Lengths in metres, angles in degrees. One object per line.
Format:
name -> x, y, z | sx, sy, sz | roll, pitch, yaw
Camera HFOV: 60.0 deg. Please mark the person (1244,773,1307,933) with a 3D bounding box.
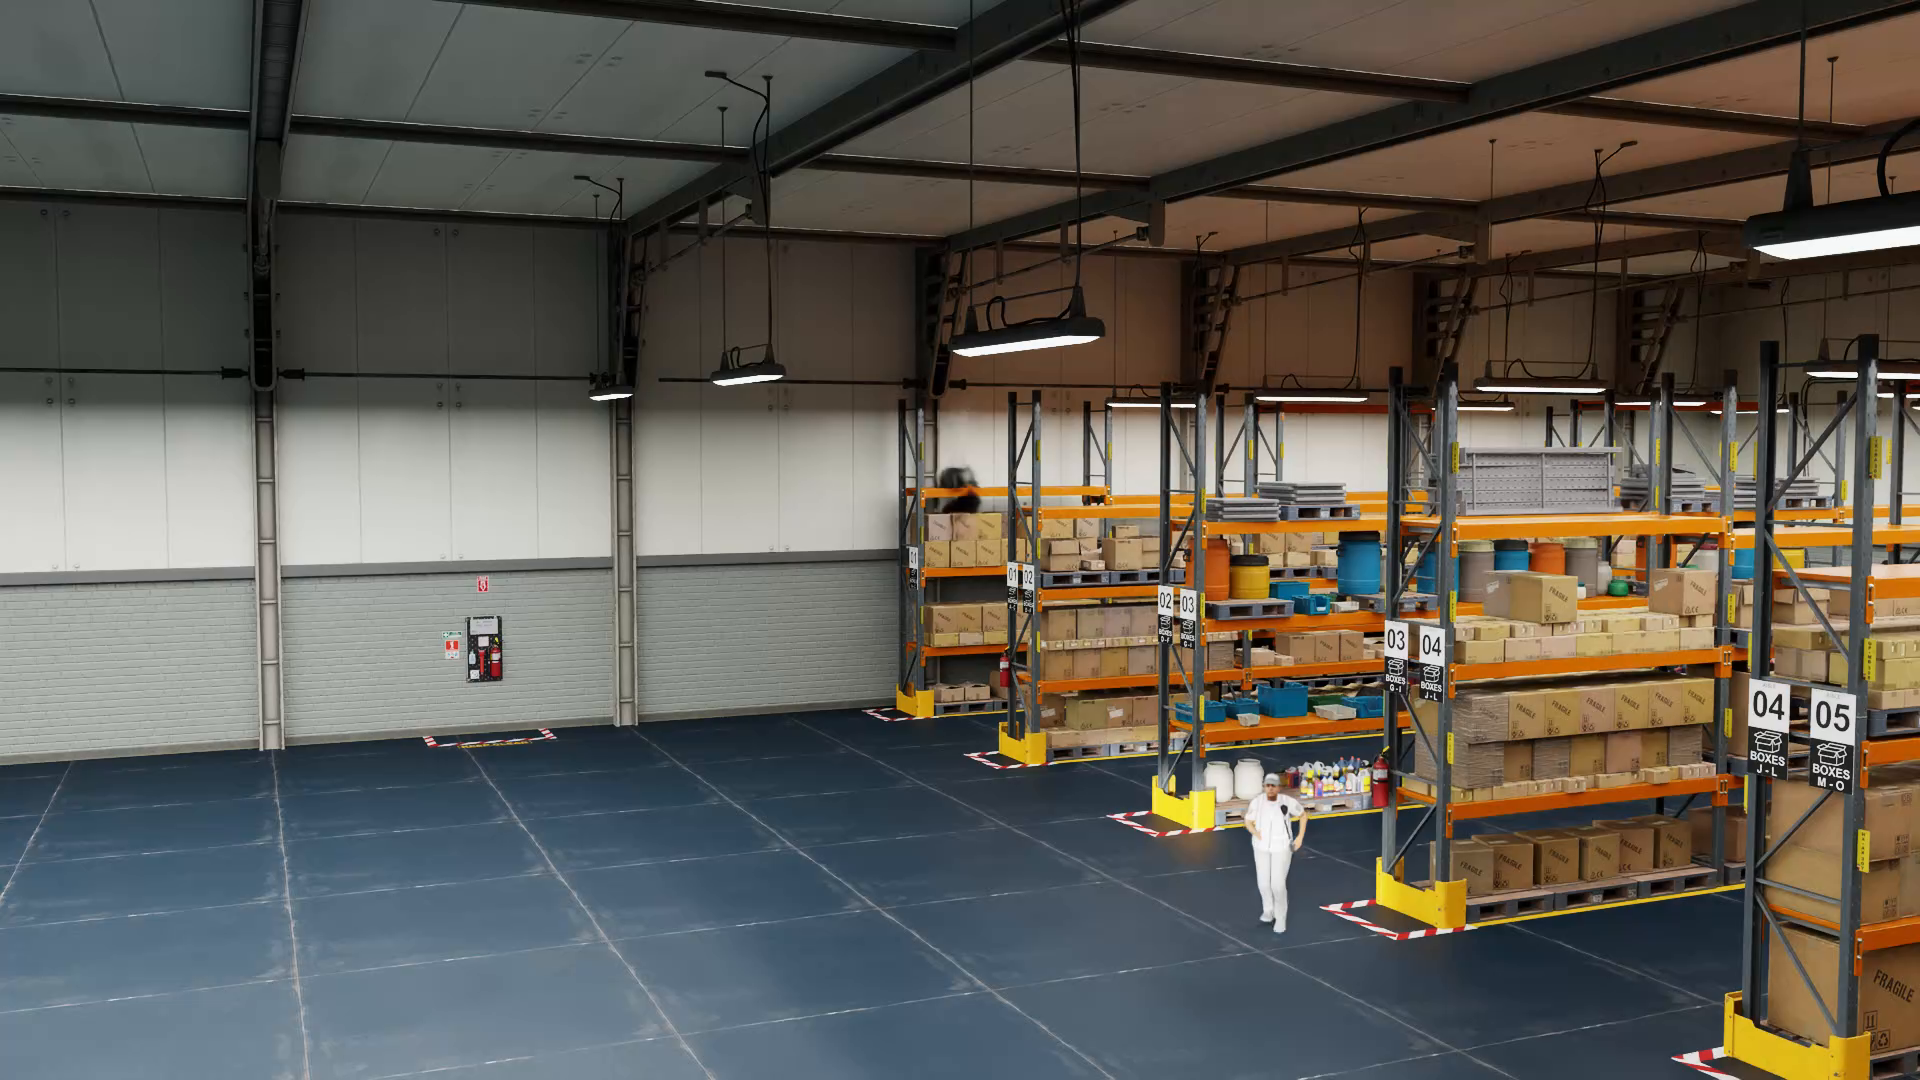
person -> 3.327, 3.324, 17.641 | 0.621, 1.720, 0.706 | 1, 4, 23
